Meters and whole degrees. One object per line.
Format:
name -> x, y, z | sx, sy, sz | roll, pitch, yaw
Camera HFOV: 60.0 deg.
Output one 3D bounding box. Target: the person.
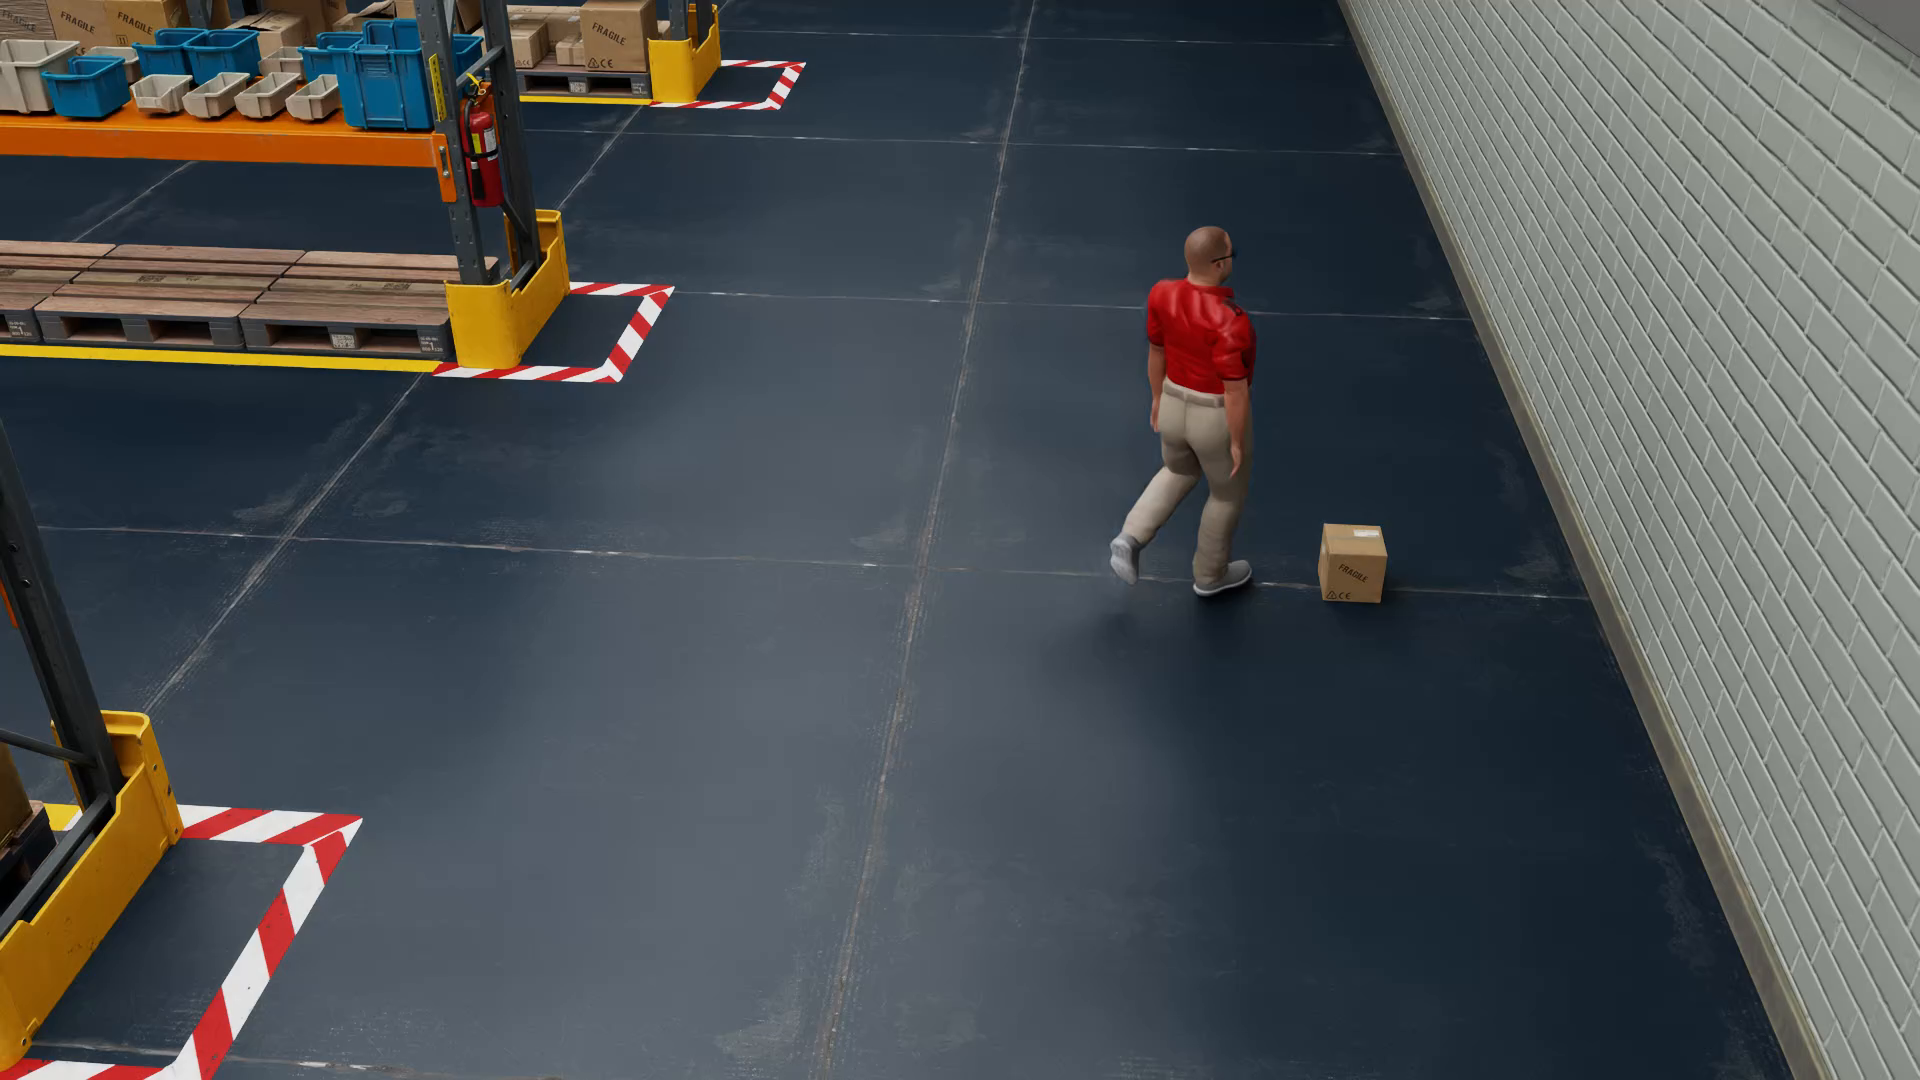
person -> 1.002, -0.509, 6.943 | 0.635, 1.709, 0.552 | -27, 41, -36
